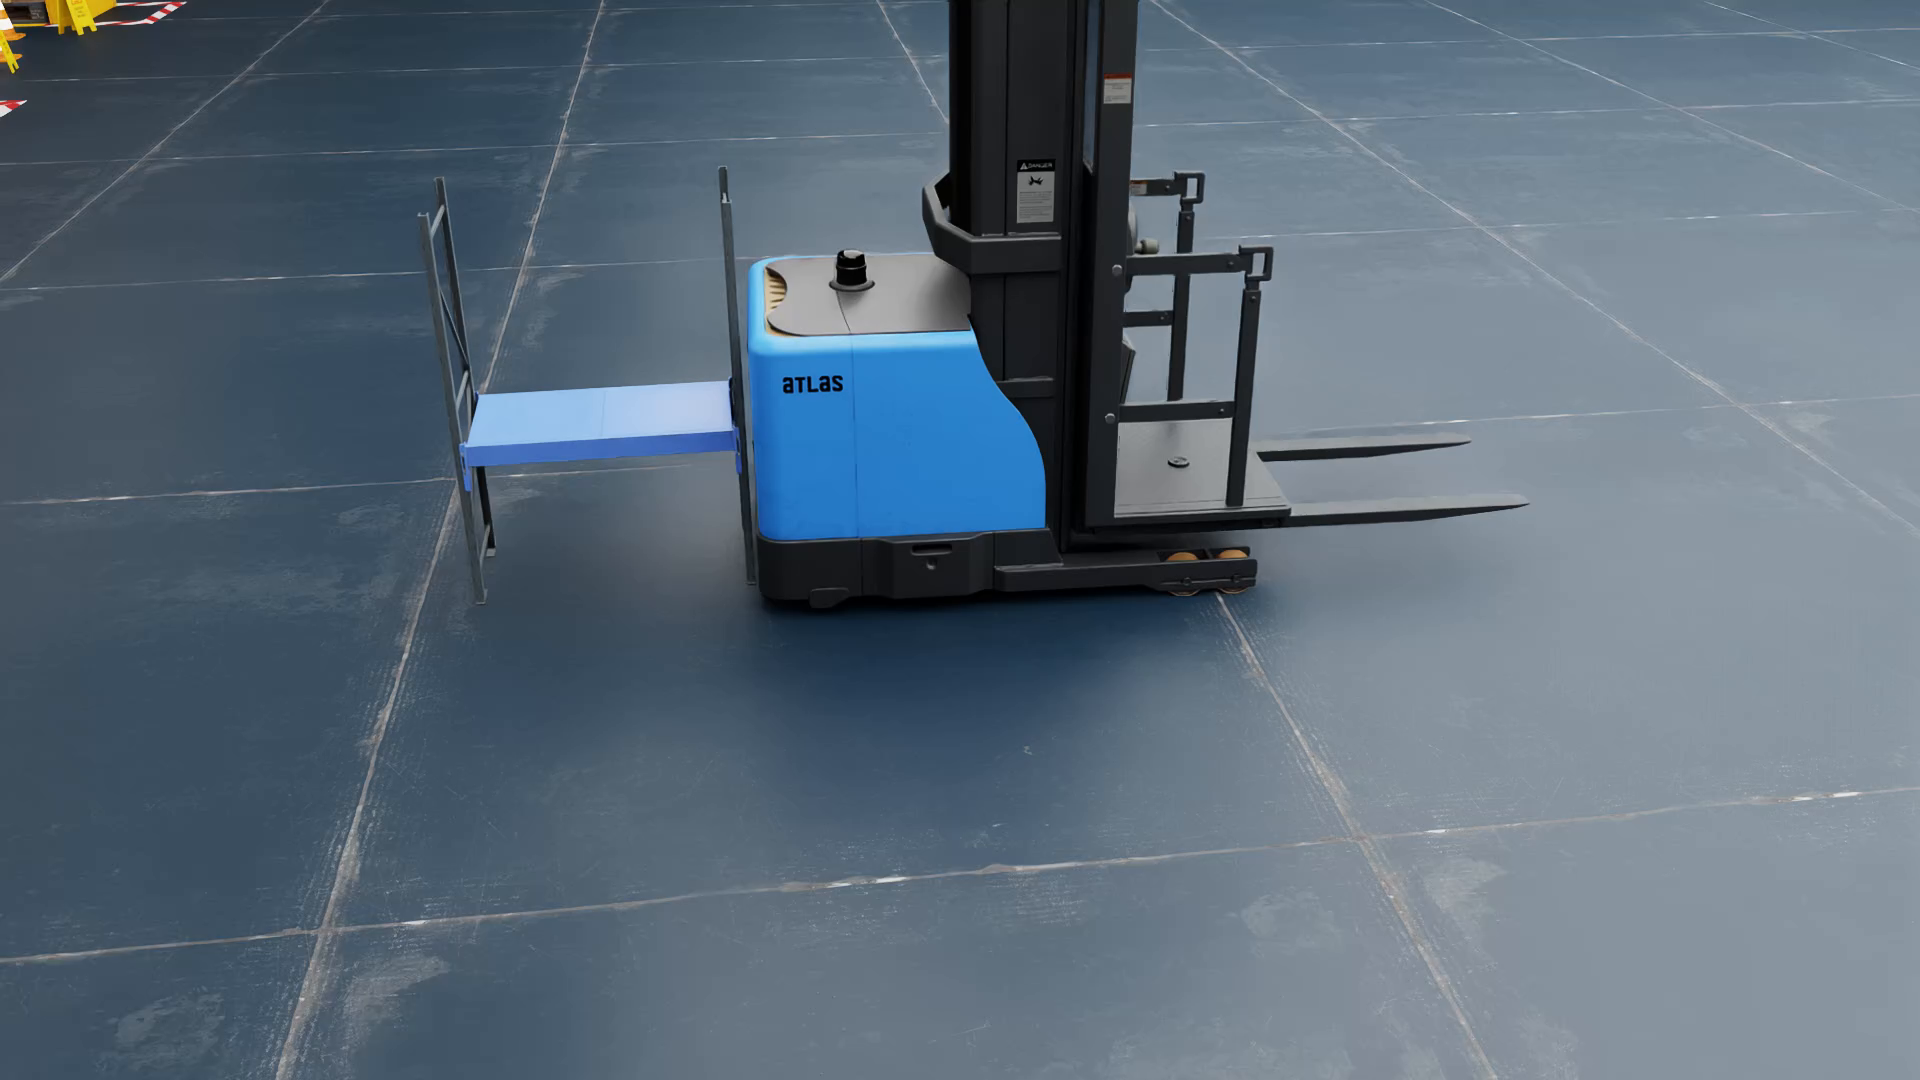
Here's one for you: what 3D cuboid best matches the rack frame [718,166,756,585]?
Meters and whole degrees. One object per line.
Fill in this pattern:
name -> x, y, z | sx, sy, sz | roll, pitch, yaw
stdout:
rack frame -> -0.842, -0.606, 6.289 | 0.032, 1.500, 0.500 | -4, 27, -8

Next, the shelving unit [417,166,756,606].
shelving unit -> -1.345, -0.570, 6.218 | 1.048, 1.500, 0.538 | -4, 27, -8

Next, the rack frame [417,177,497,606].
rack frame -> -1.847, -0.534, 6.148 | 0.032, 1.500, 0.500 | -4, 27, -8

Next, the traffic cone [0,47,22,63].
traffic cone -> -8.931, -4.674, 15.352 | 0.334, 0.463, 0.336 | -4, 27, -7

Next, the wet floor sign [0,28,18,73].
wet floor sign -> -8.633, -4.512, 14.836 | 0.232, 0.644, 0.267 | -8, 28, -16

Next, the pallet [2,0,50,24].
pallet -> -10.061, -5.612, 17.457 | 1.213, 0.211, 1.003 | -4, 27, -7

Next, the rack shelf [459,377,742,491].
rack shelf -> -1.345, -0.410, 6.300 | 1.000, 0.185, 0.538 | -4, 27, -8

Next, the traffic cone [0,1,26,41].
traffic cone -> -9.422, -5.154, 16.288 | 0.334, 0.463, 0.336 | -4, 27, -7

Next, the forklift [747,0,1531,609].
forklift -> 0.707, -1.326, 6.123 | 3.031, 2.935, 1.130 | -3, 27, -6

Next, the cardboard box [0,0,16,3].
cardboard box -> -9.963, -5.682, 17.091 | 0.500, 0.250, 0.500 | -4, 27, -7

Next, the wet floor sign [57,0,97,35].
wet floor sign -> -8.839, -5.374, 16.517 | 0.232, 0.644, 0.267 | 6, 28, 11

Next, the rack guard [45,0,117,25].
rack guard -> -9.251, -5.776, 17.460 | 0.348, 0.500, 1.175 | -4, 27, -7
